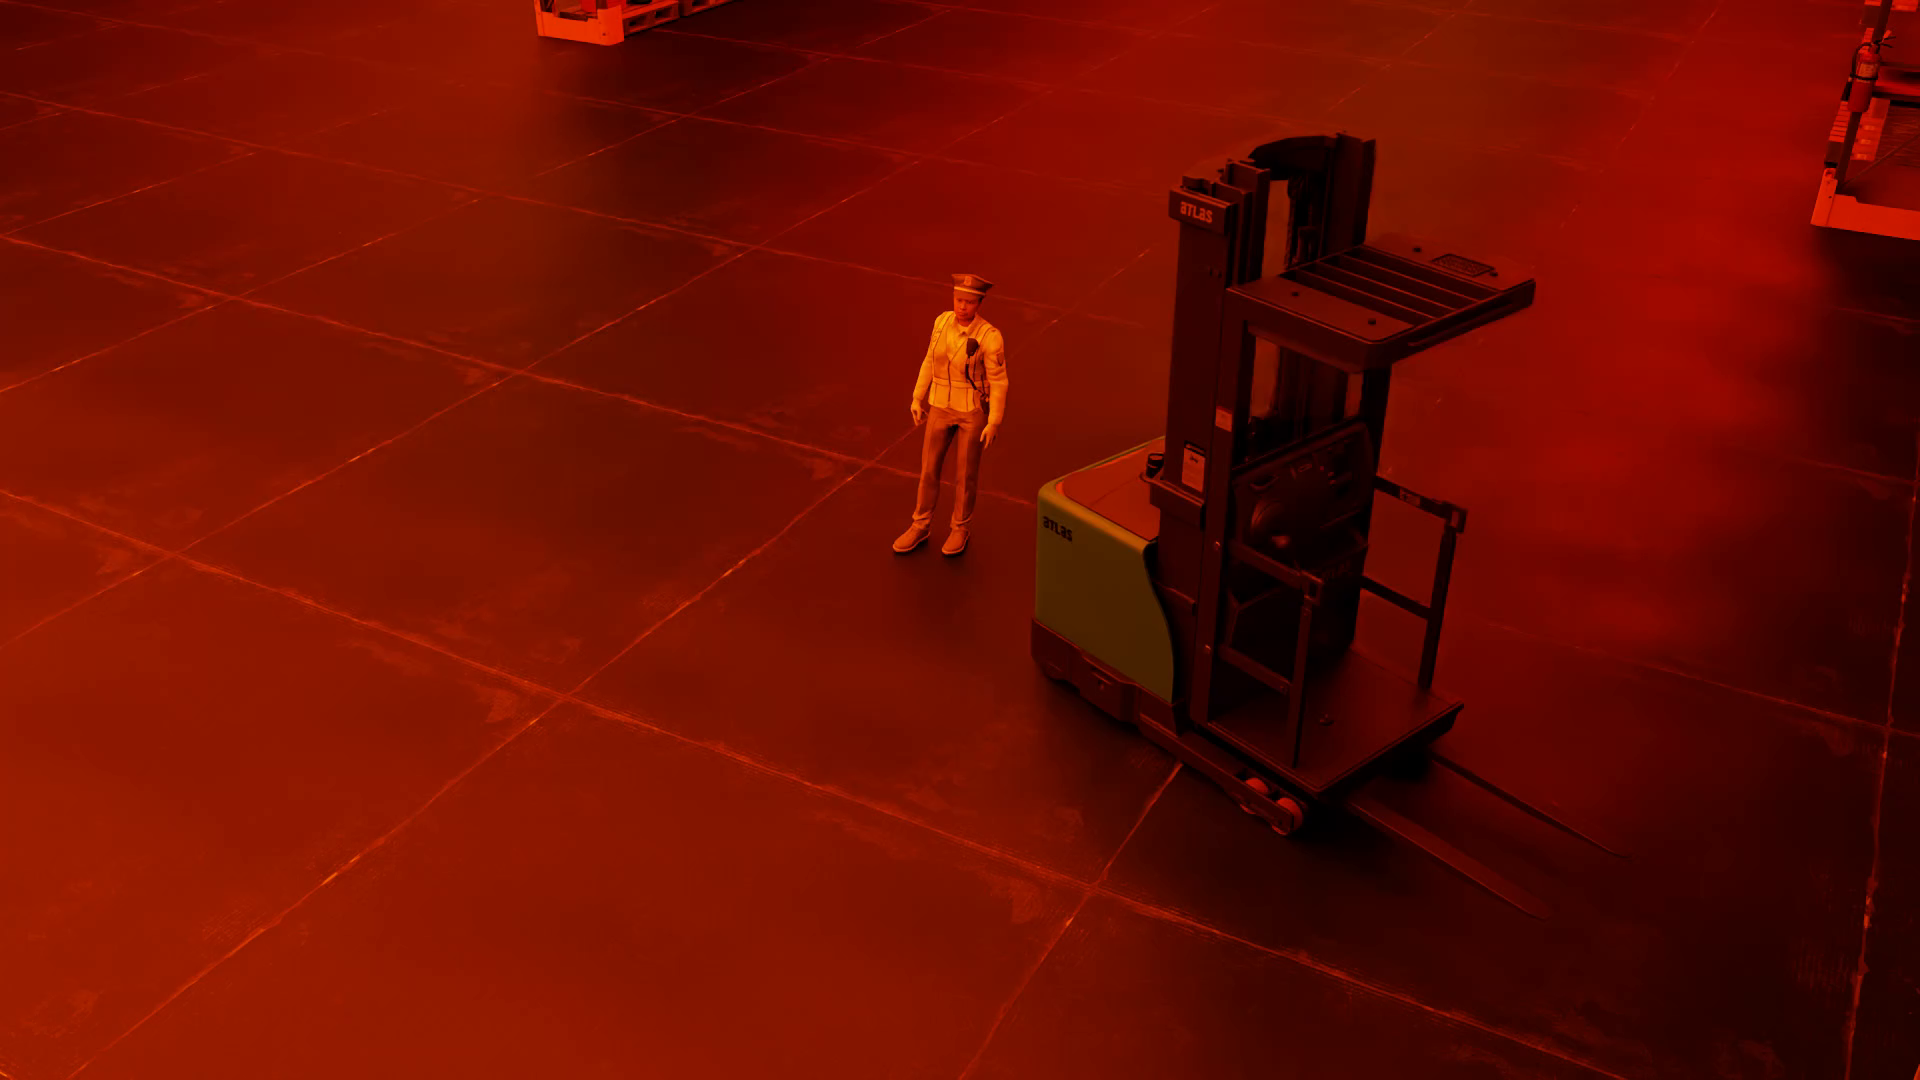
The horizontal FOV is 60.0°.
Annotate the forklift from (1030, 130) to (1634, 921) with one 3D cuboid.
[{"bbox_3d":[1.701,-0.198,7.414,1.130,2.935,3.031,-23,37,-34],"label":"forklift"}]

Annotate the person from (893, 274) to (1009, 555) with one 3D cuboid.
[{"bbox_3d":[-0.039,-0.712,9.527,0.586,1.694,0.532,15,33,25],"label":"person"}]
